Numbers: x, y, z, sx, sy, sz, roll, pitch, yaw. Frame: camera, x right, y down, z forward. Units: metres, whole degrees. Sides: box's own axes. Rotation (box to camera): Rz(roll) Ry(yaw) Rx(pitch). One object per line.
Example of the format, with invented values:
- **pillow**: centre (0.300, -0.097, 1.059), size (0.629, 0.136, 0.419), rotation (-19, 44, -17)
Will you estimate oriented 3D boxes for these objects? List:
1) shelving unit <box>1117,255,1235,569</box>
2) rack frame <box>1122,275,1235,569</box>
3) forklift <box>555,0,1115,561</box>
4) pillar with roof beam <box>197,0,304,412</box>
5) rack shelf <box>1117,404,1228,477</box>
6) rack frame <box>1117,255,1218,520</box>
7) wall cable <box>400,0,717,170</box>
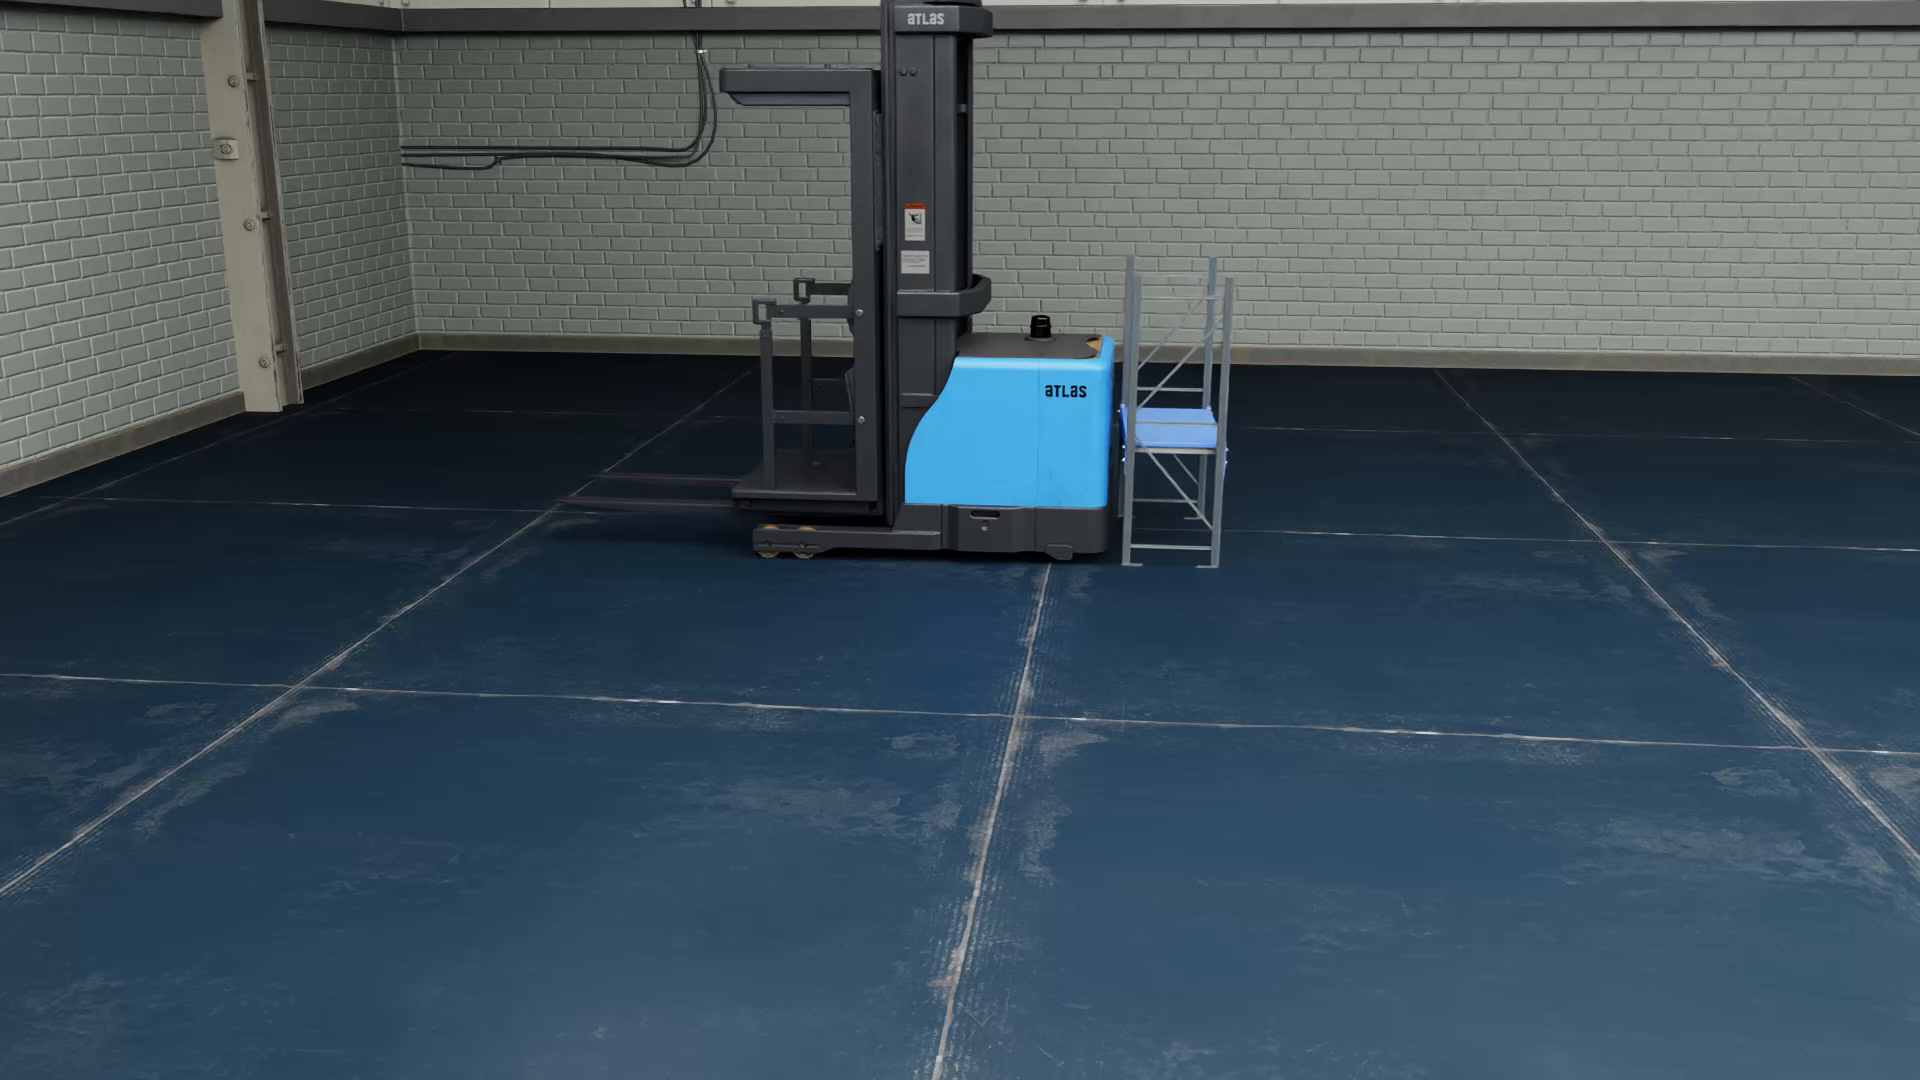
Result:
- **shelving unit**: centre (1.134, -0.719, 8.937), size (0.538, 1.500, 1.048), rotation (2, 15, 3)
- **rack frame**: centre (1.101, -0.587, 8.447), size (0.500, 1.500, 0.032), rotation (2, 15, 3)
- **forklift**: centre (-0.678, -1.453, 8.921), size (3.031, 2.935, 1.130), rotation (2, 15, 6)
- **pillar with roof beam**: centre (-1.100, -5.261, 11.380), size (9.100, 9.000, 0.400), rotation (2, 15, 6)
- **rack shelf**: centre (1.132, -0.546, 8.984), size (0.538, 0.185, 1.000), rotation (2, 15, 3)
- **rack frame**: centre (1.168, -0.852, 9.427), size (0.500, 1.500, 0.032), rotation (2, 15, 3)
- **wall cable**: centre (-3.731, -4.614, 14.936), size (3.097, 2.526, 0.112), rotation (2, 15, 6)
